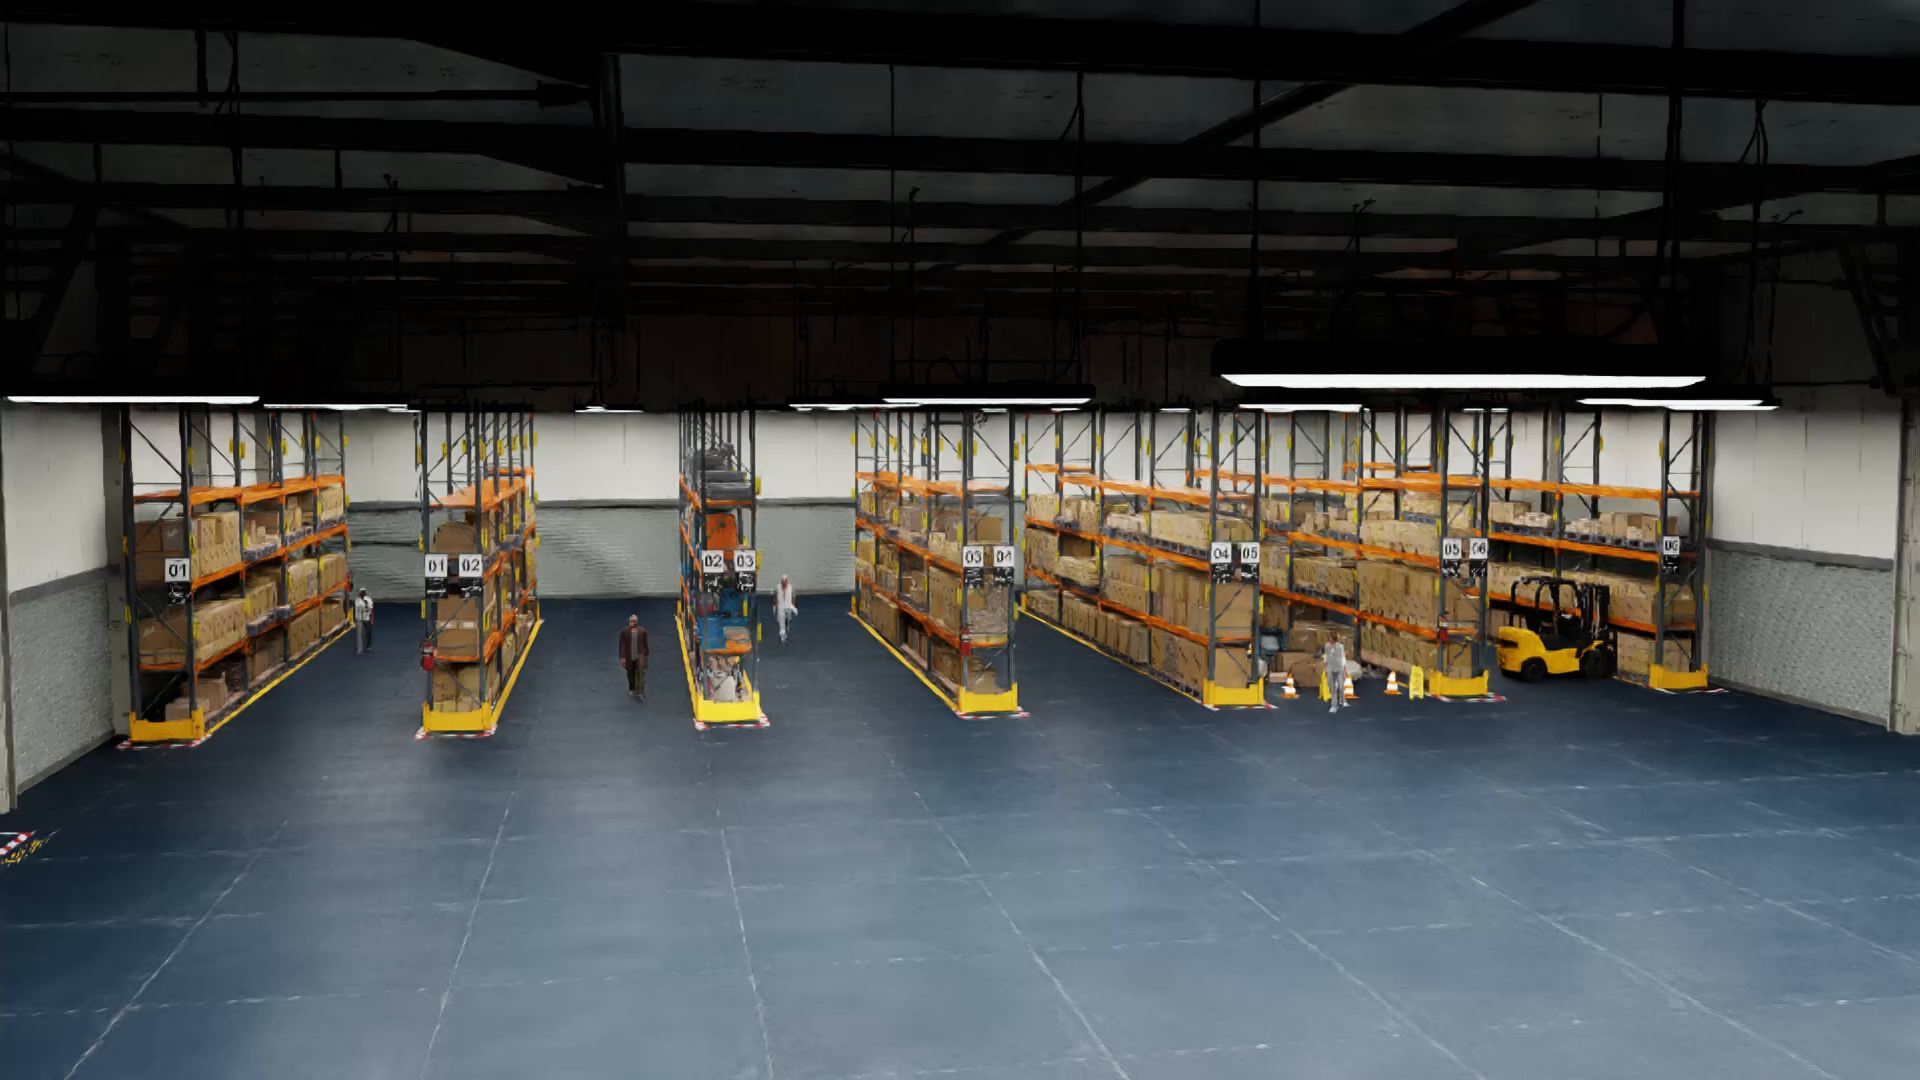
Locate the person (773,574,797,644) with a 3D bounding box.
[{"bbox_3d":[-4.374,1.714,41.644,0.567,1.736,1.044,-1,4,-12],"label":"person"}]

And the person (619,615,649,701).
[{"bbox_3d":[-6.544,2.338,33.370,0.598,1.698,1.192,-1,4,-9],"label":"person"}]

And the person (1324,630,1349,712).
[{"bbox_3d":[7.263,2.515,32.075,0.473,1.589,0.502,2,5,28],"label":"person"}]

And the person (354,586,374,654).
[{"bbox_3d":[-14.298,1.892,39.916,0.461,1.626,0.989,-1,4,-12],"label":"person"}]
